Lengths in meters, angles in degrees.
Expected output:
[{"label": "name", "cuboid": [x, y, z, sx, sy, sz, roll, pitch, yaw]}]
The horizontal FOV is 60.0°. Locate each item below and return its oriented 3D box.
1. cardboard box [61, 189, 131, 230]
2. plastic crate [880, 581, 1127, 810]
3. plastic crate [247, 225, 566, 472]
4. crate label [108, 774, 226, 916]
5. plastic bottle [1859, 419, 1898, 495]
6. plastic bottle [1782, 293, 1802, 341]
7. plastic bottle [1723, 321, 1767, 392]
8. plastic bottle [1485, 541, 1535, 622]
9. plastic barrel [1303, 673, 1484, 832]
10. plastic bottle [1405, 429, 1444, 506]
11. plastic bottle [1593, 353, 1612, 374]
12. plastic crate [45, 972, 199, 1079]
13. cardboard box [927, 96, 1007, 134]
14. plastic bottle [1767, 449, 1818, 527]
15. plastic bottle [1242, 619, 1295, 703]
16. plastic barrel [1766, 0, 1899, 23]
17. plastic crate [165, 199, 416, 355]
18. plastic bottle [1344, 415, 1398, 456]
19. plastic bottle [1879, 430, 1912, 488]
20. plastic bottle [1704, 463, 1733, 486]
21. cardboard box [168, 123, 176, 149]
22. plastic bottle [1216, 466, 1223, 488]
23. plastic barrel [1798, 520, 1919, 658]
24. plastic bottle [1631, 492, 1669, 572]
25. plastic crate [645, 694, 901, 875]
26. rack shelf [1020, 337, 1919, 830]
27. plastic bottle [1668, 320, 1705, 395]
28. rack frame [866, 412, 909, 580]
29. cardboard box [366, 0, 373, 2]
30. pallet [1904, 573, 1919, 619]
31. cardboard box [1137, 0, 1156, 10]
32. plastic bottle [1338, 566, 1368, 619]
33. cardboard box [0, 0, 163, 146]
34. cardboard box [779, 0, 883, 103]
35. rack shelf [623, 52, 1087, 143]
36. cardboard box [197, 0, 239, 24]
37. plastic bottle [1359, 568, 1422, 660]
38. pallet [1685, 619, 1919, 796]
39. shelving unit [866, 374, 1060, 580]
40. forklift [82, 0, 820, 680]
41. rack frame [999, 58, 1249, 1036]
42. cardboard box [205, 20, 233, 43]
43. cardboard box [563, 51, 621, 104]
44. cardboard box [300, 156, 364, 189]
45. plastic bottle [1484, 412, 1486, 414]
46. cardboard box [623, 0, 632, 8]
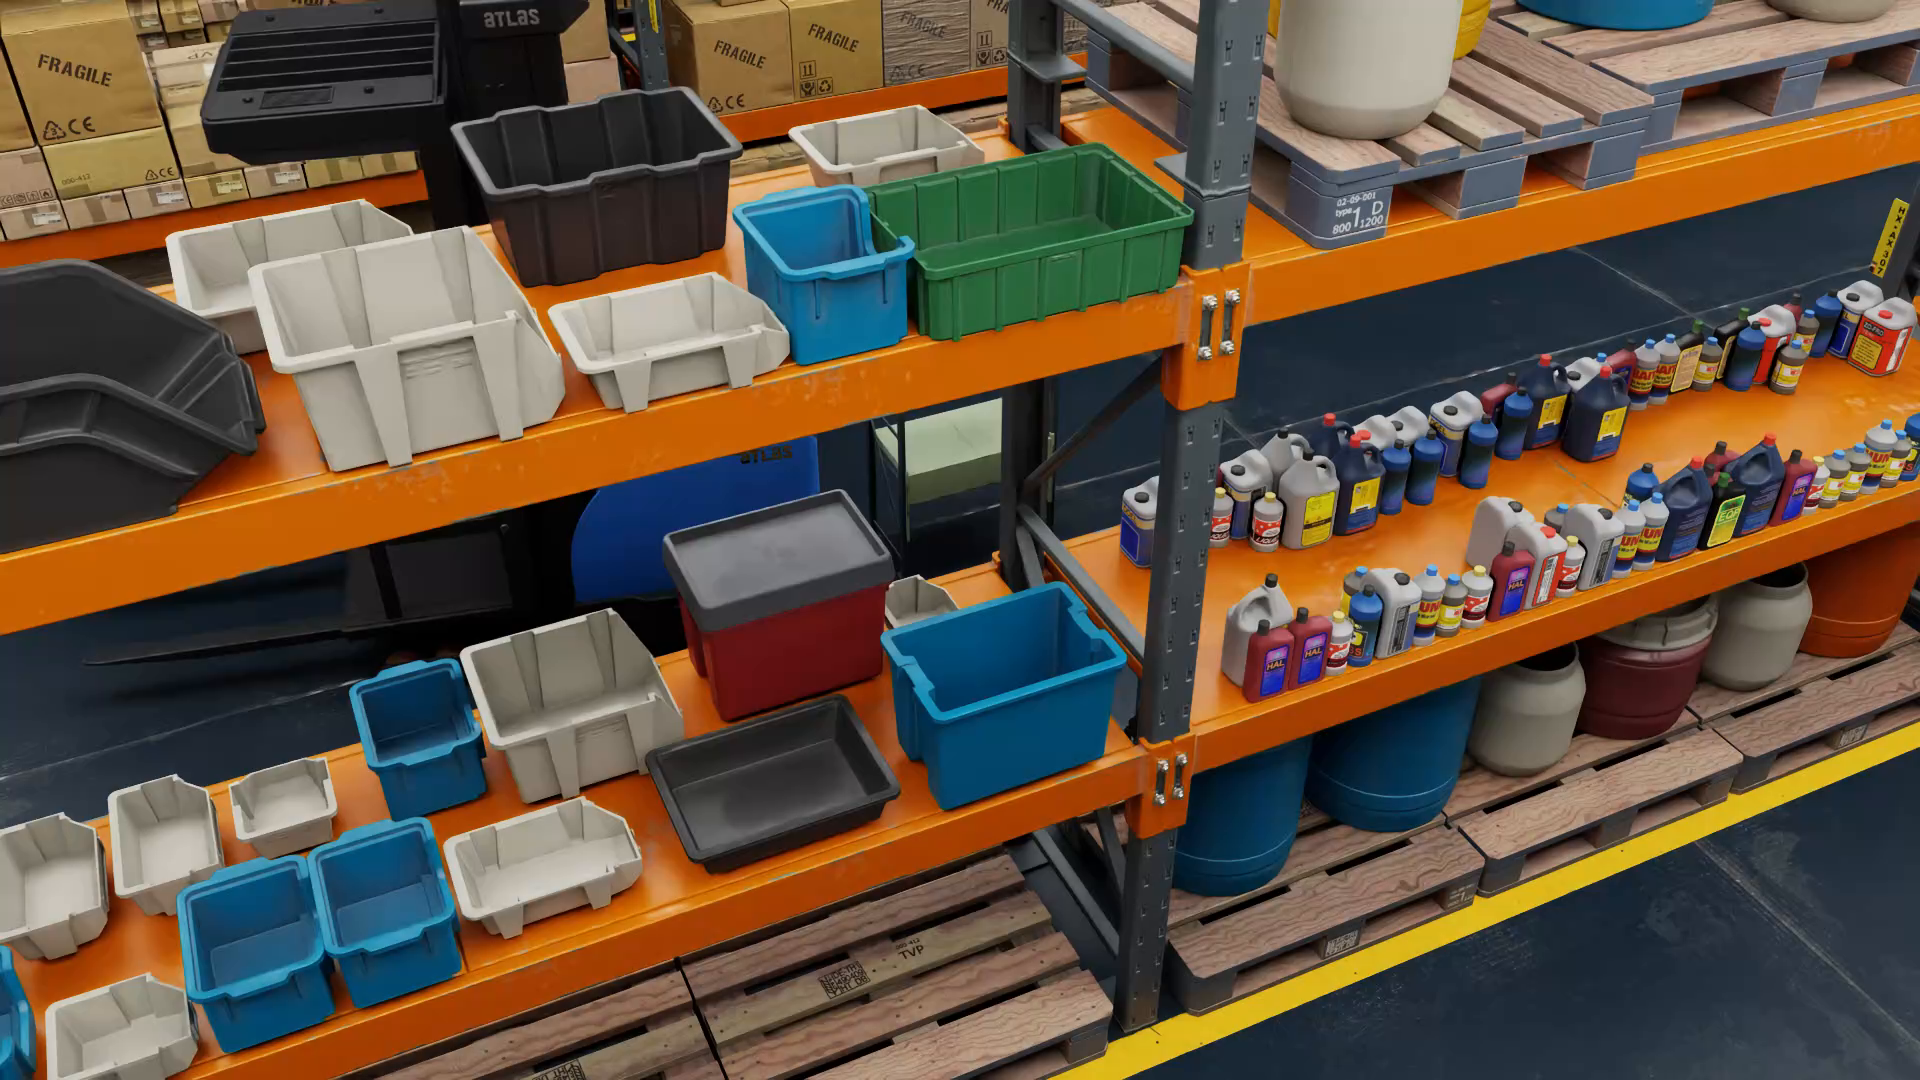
[{"label": "cardboard box", "cuboid": [-3.941, -1.573, 7.563, 0.250, 0.149, 0.380, -16, 40, -21]}, {"label": "plastic crate", "cuboid": [0.115, 0.443, 4.598, 0.575, 0.384, 0.392, -16, 39, -20]}, {"label": "plastic crate", "cuboid": [-1.090, -0.381, 3.327, 0.530, 0.282, 0.437, -16, 39, -20]}, {"label": "crate label", "cuboid": [-2.056, 0.799, 4.326, 0.243, 0.136, 0.396, -16, 39, -20]}, {"label": "plastic bottle", "cuboid": [3.156, -0.294, 5.736, 0.097, 0.271, 0.097, 0, 37, 0]}, {"label": "plastic bottle", "cuboid": [3.168, -0.814, 6.427, 0.133, 0.283, 0.061, -16, 39, -20]}, {"label": "plastic bottle", "cuboid": [2.975, -0.703, 6.288, 0.097, 0.271, 0.097, 0, 37, 0]}, {"label": "plastic bottle", "cuboid": [1.710, 0.117, 5.172, 0.133, 0.283, 0.061, -16, 39, -20]}, {"label": "plastic barrel", "cuboid": [1.534, 0.525, 5.934, 0.708, 0.901, 0.600, -16, 39, -20]}, {"label": "plastic bottle", "cuboid": [1.591, -0.256, 5.685, 0.097, 0.271, 0.097, 0, 37, 0]}, {"label": "plastic bottle", "cuboid": [2.323, -0.561, 6.096, 0.097, 0.271, 0.097, 0, 37, 0]}, {"label": "plastic crate", "cuboid": [-1.925, 1.159, 3.840, 0.298, 0.136, 0.250, -16, 39, -20]}, {"label": "cardboard box", "cuboid": [-0.332, -2.228, 9.666, 0.875, 0.875, 1.225, -17, 40, -21]}, {"label": "plastic bottle", "cuboid": [2.794, -0.186, 5.580, 0.133, 0.283, 0.061, -16, 39, -20]}, {"label": "plastic bottle", "cuboid": [0.906, 0.342, 4.869, 0.133, 0.283, 0.061, -16, 39, -20]}, {"label": "plastic barrel", "cuboid": [2.473, -1.752, 4.610, 0.433, 0.535, 0.433, 0, 37, 0]}, {"label": "plastic crate", "cuboid": [-1.463, -0.585, 3.724, 0.530, 0.136, 0.437, -16, 39, -20]}, {"label": "plastic bottle", "cuboid": [1.400, -0.286, 5.722, 0.135, 0.276, 0.152, -16, 39, -20]}, {"label": "plastic bottle", "cuboid": [3.244, -0.290, 5.790, 0.097, 0.201, 0.097, 0, 37, 0]}, {"label": "plastic bottle", "cuboid": [2.480, -0.138, 5.516, 0.133, 0.283, 0.061, -16, 39, -20]}, {"label": "cardboard box", "cuboid": [-3.766, -2.054, 8.212, 0.250, 0.149, 0.380, -15, 39, -19]}, {"label": "plastic bottle", "cuboid": [0.802, -0.152, 5.535, 0.133, 0.283, 0.061, -16, 39, -20]}, {"label": "plastic barrel", "cuboid": [3.578, -0.018, 6.726, 0.708, 0.830, 0.600, -16, 39, -20]}, {"label": "plastic bottle", "cuboid": [2.227, -0.034, 5.386, 0.097, 0.271, 0.097, 0, 37, 0]}, {"label": "plastic crate", "cuboid": [-0.506, 0.673, 4.506, 0.590, 0.125, 0.437, -16, 39, -20]}, {"label": "rack shelf", "cuboid": [2.204, -0.059, 5.916, 4.000, 0.370, 1.077, -16, 39, -20]}, {"label": "plastic bottle", "cuboid": [2.717, -0.687, 6.257, 0.133, 0.283, 0.061, -16, 39, -20]}, {"label": "rack frame", "cuboid": [-0.325, -0.511, 7.181, 0.023, 1.500, 0.400, -16, 39, -20]}, {"label": "cardboard box", "cuboid": [-2.703, -2.769, 8.213, 0.500, 0.500, 0.500, -16, 39, -20]}, {"label": "pallet", "cuboid": [4.732, 0.091, 7.451, 1.213, 0.211, 1.003, -16, 39, -20]}, {"label": "cardboard box", "cuboid": [1.114, -3.184, 9.441, 0.500, 0.500, 0.500, -16, 39, -20]}, {"label": "plastic bottle", "cuboid": [1.235, 0.171, 5.168, 0.097, 0.201, 0.097, 0, 37, 0]}, {"label": "cardboard box", "cuboid": [-3.864, -2.098, 7.307, 0.500, 0.500, 0.500, -17, 40, -21]}, {"label": "cardboard box", "cuboid": [-0.734, -2.662, 8.738, 0.500, 0.500, 0.500, -16, 39, -20]}, {"label": "rack shelf", "cuboid": [0.099, -2.730, 9.517, 4.000, 0.370, 1.077, -16, 39, -20]}, {"label": "cardboard box", "cuboid": [-5.360, -3.872, 11.993, 0.250, 0.149, 0.380, -16, 39, -20]}, {"label": "plastic bottle", "cuboid": [1.305, 0.204, 5.062, 0.135, 0.276, 0.152, -16, 39, -20]}, {"label": "pallet", "cuboid": [3.318, 0.488, 6.915, 1.213, 0.211, 1.003, -16, 39, -20]}, {"label": "shelving unit", "cuboid": [0.006, -0.604, 7.305, 0.755, 1.500, 0.431, -16, 39, -20]}, {"label": "forklift", "cuboid": [-2.143, -0.901, 6.505, 3.031, 2.935, 1.130, -8, 37, -11]}, {"label": "rack frame", "cuboid": [0.393, 0.158, 5.019, 0.127, 3.000, 1.000, -16, 39, -20]}, {"label": "cardboard box", "cuboid": [-5.354, -3.765, 12.100, 0.250, 0.149, 0.380, -14, 39, -18]}, {"label": "cardboard box", "cuboid": [-2.000, -2.319, 8.235, 0.500, 0.250, 0.500, -16, 40, -21]}, {"label": "cardboard box", "cuboid": [-3.011, -1.833, 7.914, 0.250, 0.149, 0.380, -16, 40, -21]}, {"label": "plastic bottle", "cuboid": [1.825, -0.393, 5.929, 0.097, 0.201, 0.097, 0, 37, 0]}, {"label": "cardboard box", "cuboid": [-2.468, -4.557, 13.121, 0.500, 0.500, 0.500, -14, 39, -18]}]
